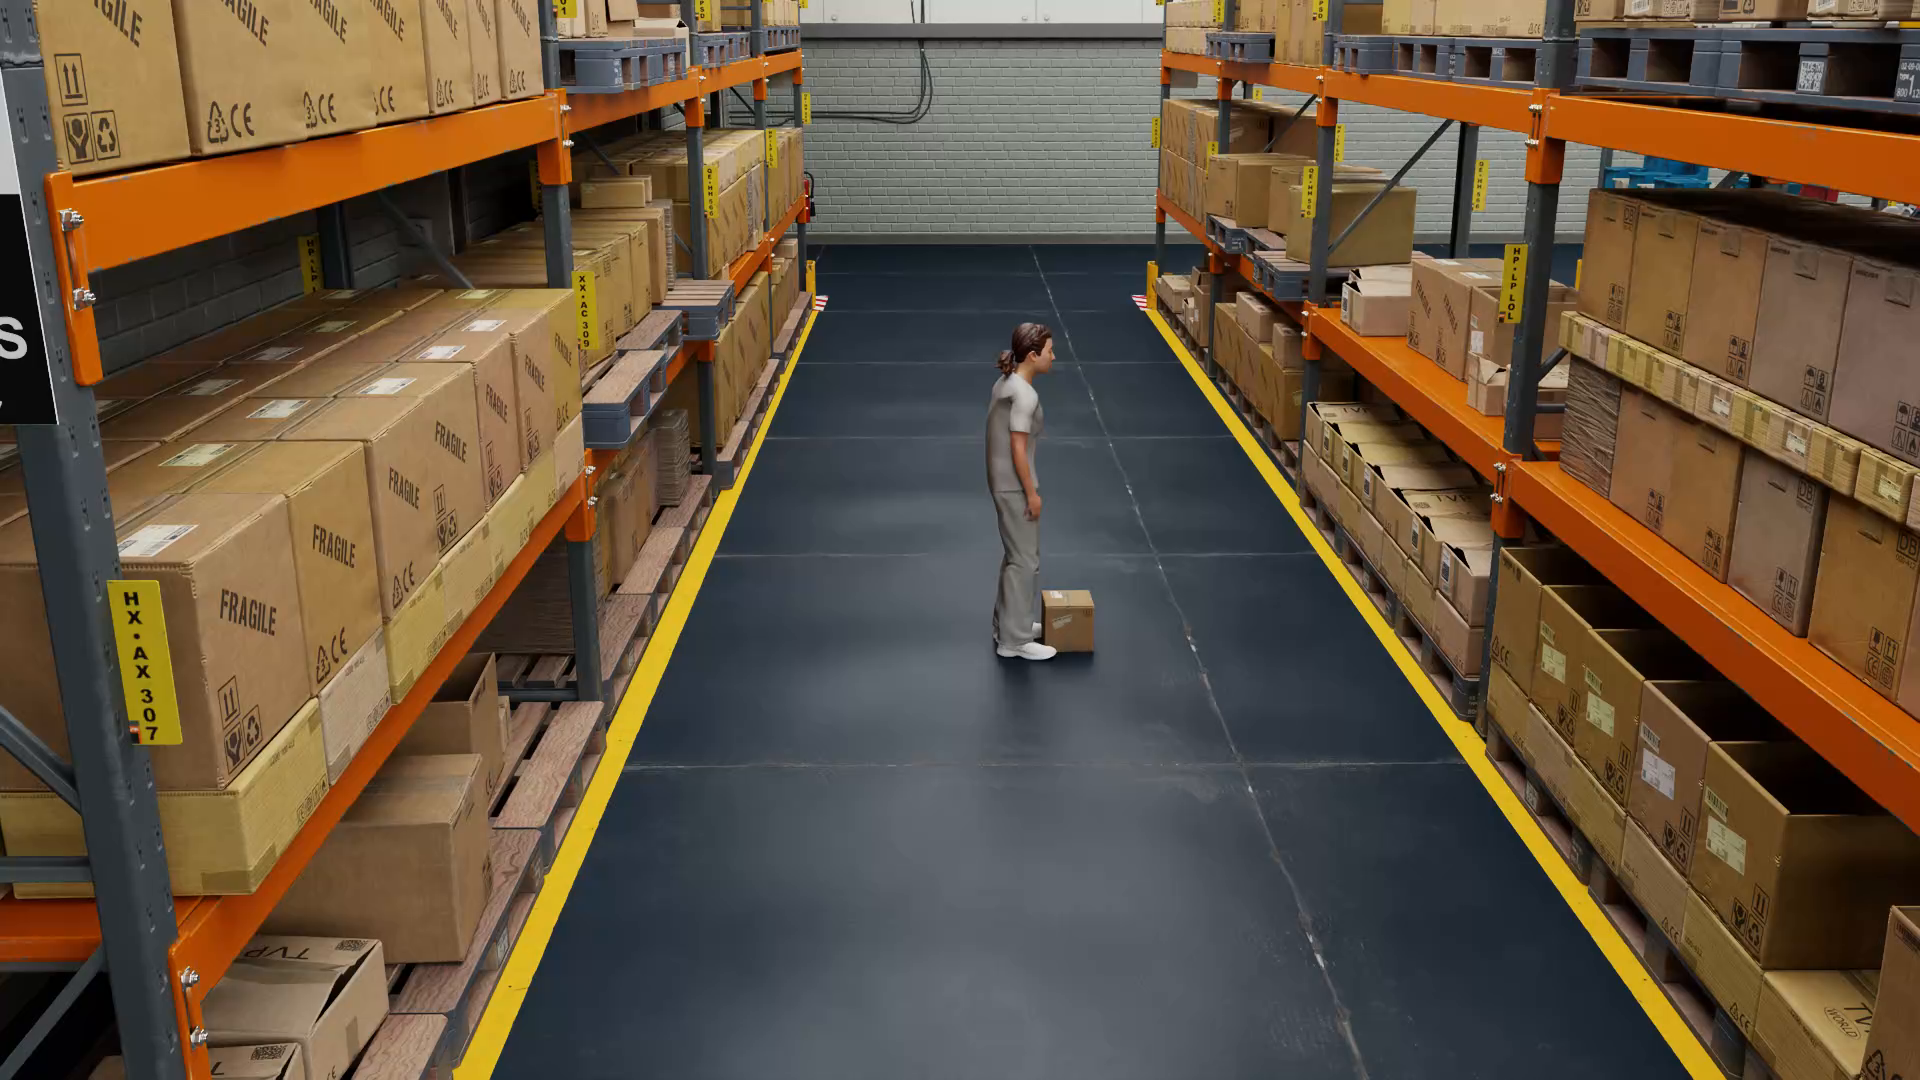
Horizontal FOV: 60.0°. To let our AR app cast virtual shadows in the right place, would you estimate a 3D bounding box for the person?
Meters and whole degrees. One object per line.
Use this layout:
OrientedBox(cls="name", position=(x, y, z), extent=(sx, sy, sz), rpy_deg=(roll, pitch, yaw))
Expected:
OrientedBox(cls="person", position=(0.308, -0.259, 8.386), extent=(0.353, 1.673, 0.513), rpy_deg=(-1, 17, -4))
